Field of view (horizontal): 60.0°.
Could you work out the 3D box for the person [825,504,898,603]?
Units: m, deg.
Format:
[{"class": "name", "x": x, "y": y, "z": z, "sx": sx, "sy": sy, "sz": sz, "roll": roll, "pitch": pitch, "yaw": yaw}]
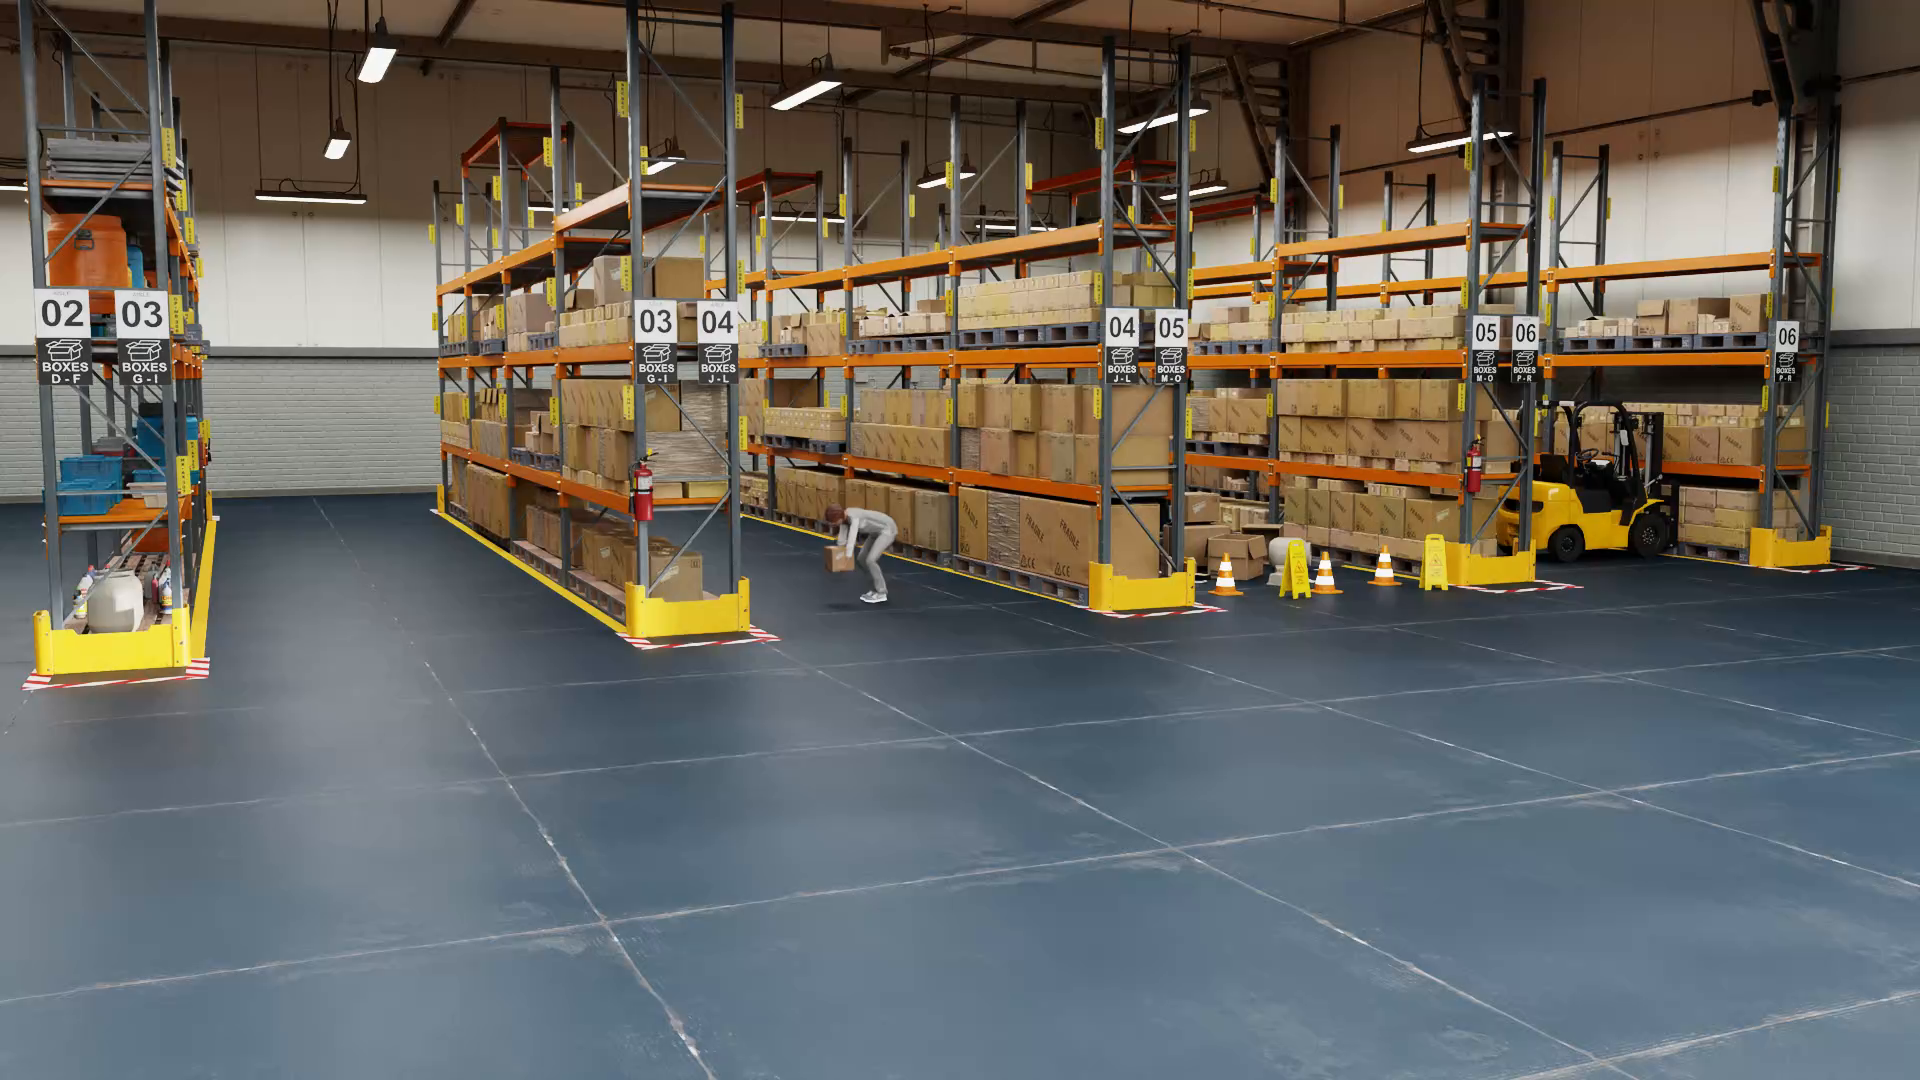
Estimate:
[{"class": "person", "x": -1.095, "y": 0.140, "z": 18.339, "sx": 0.846, "sy": 1.100, "sz": 0.400, "roll": -3, "pitch": 6, "yaw": -26}]
